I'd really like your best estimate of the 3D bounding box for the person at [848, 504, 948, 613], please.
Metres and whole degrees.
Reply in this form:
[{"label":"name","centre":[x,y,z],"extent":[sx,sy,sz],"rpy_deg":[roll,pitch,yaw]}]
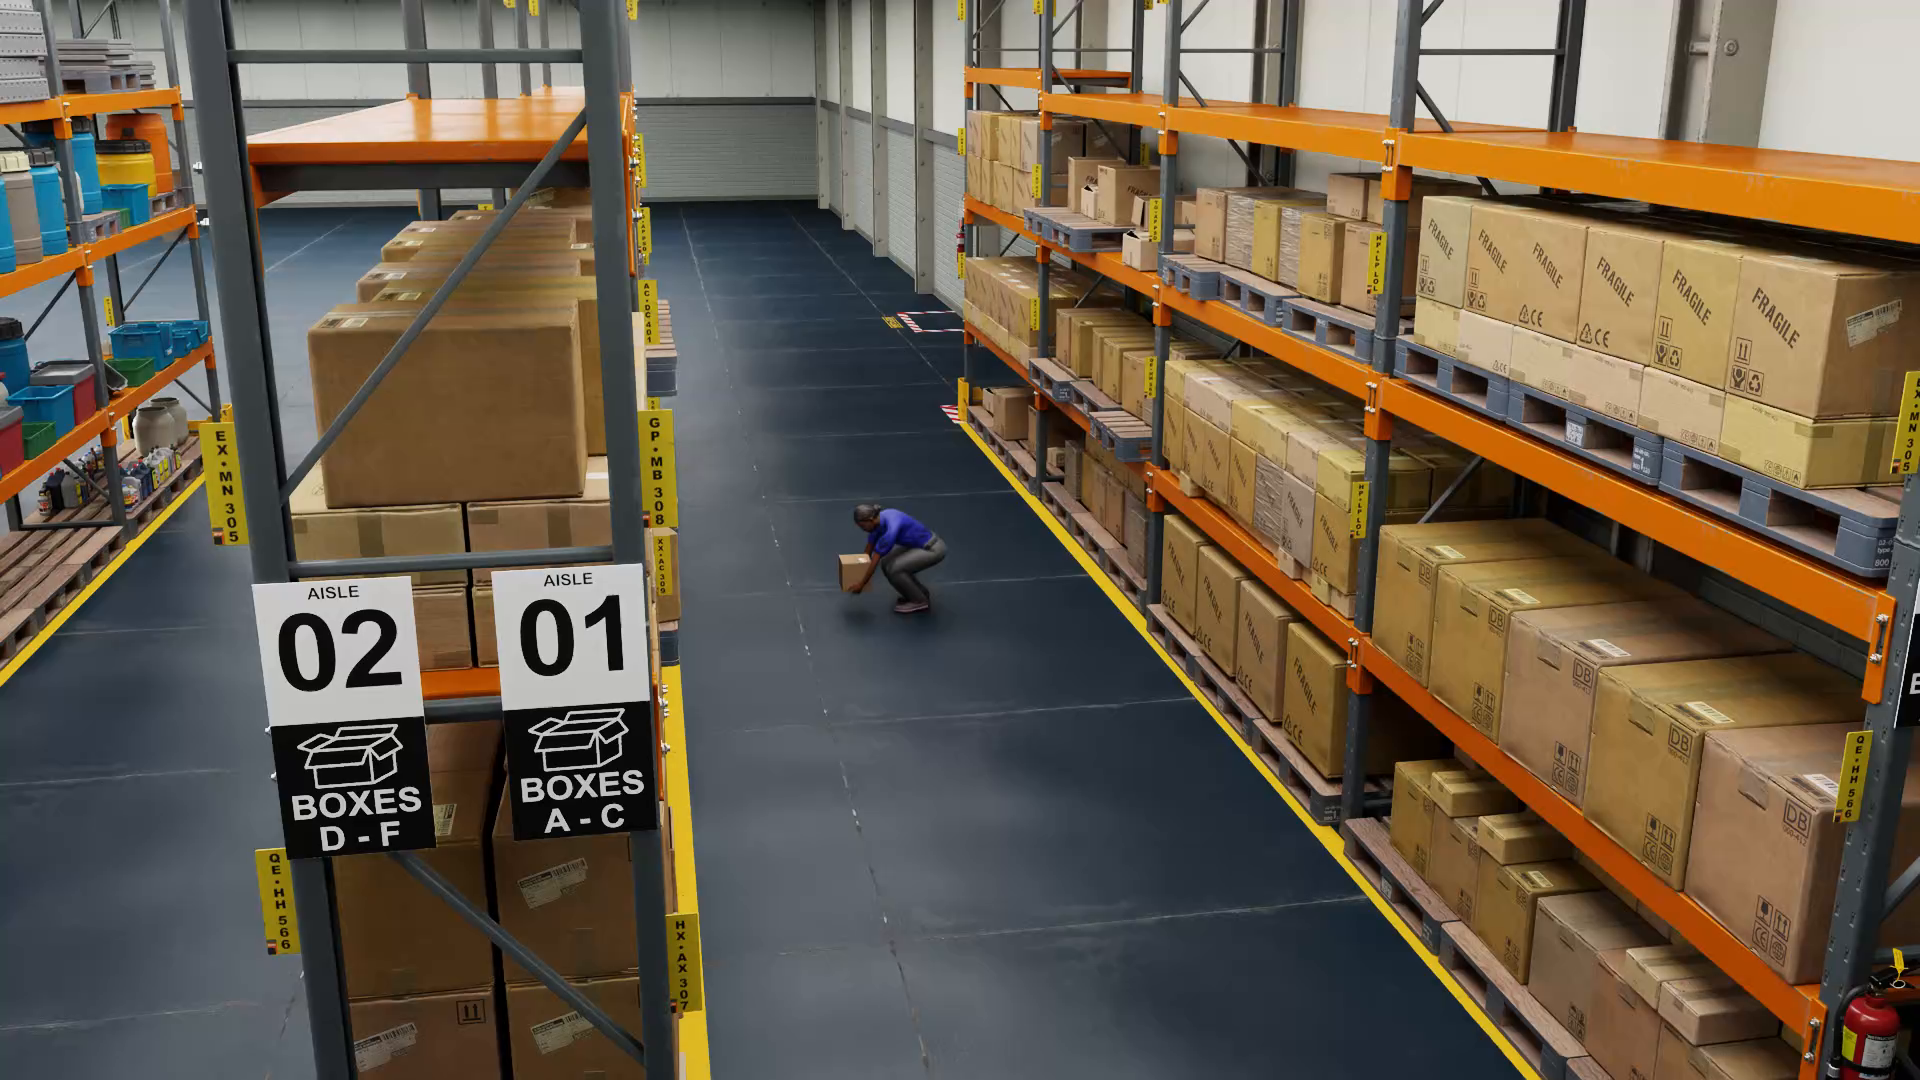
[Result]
[{"label":"person","centre":[-0.533,0.130,13.903],"extent":[0.868,0.934,0.452],"rpy_deg":[-4,17,-12]}]
